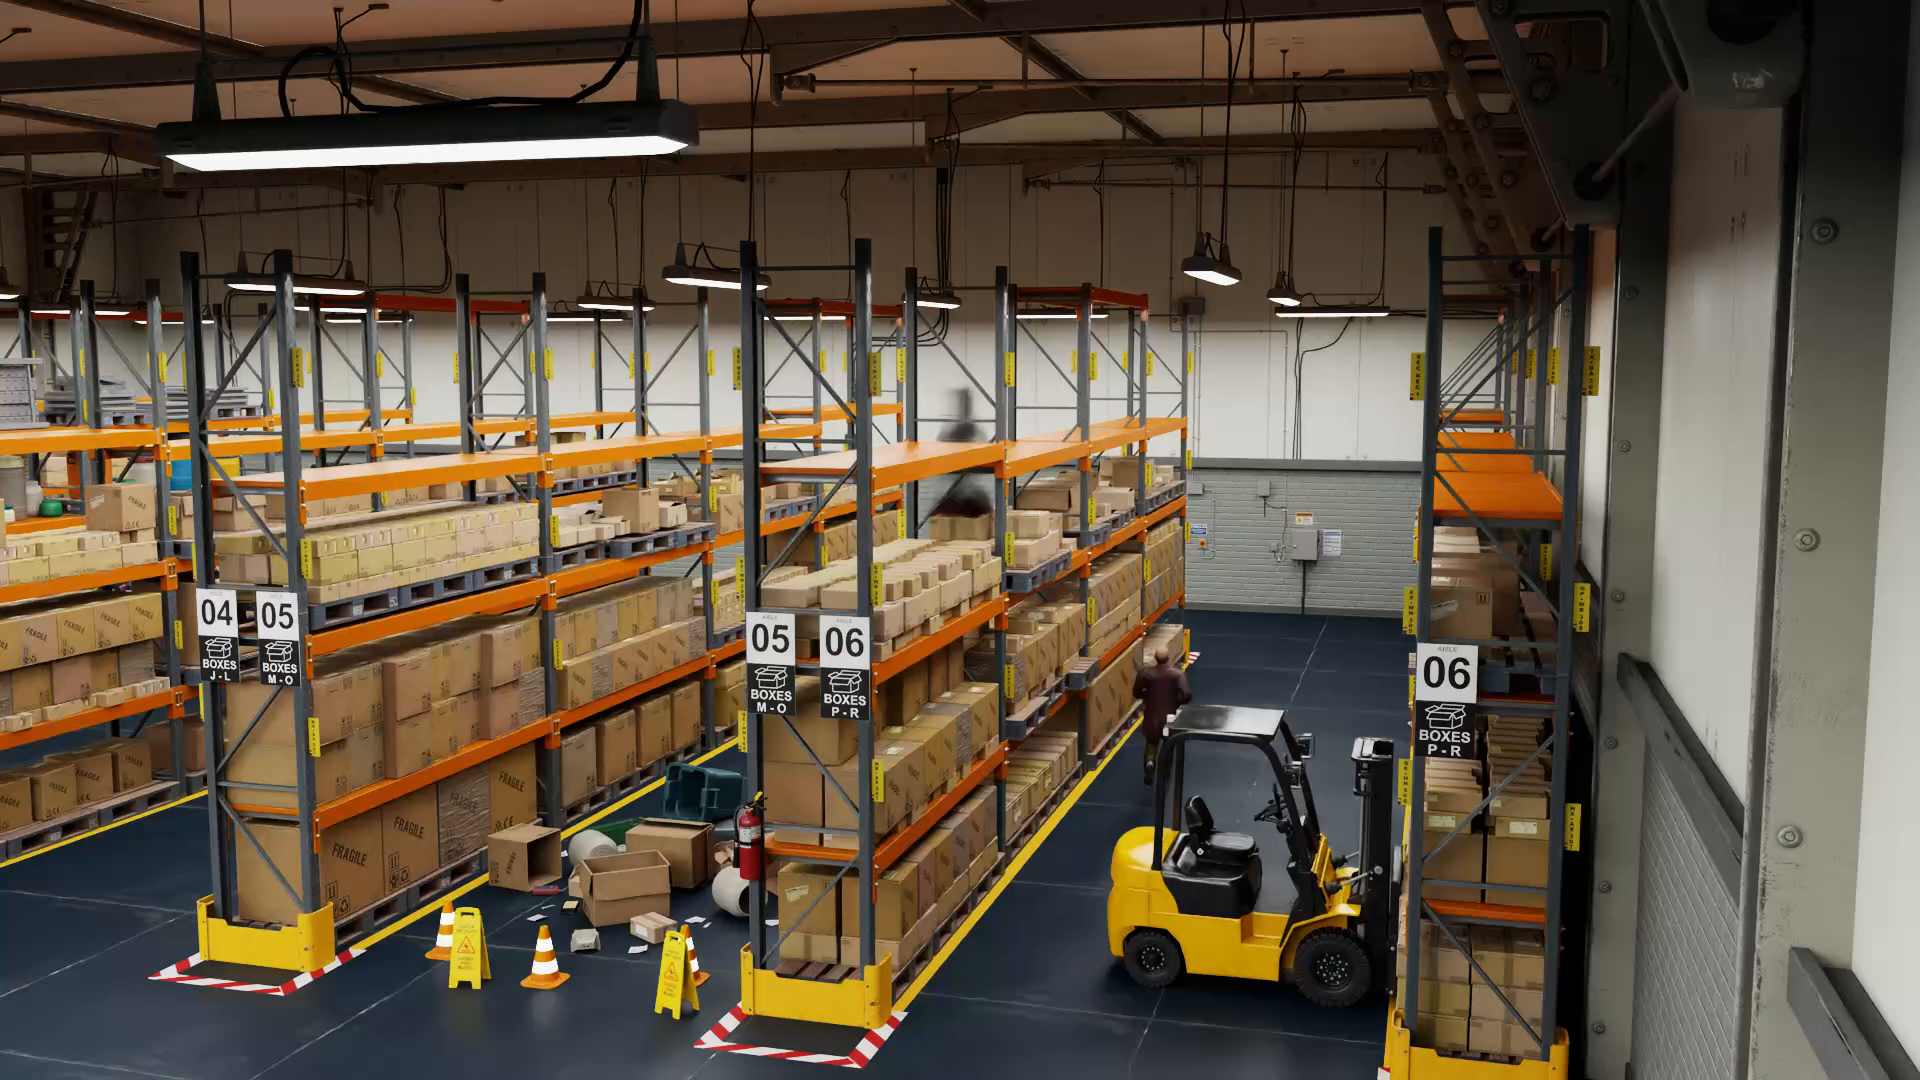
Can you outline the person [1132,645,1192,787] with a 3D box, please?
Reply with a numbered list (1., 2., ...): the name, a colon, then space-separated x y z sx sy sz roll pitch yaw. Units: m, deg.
1. person: 2.399 2.102 19.707 0.715 1.733 0.805 2 7 14
